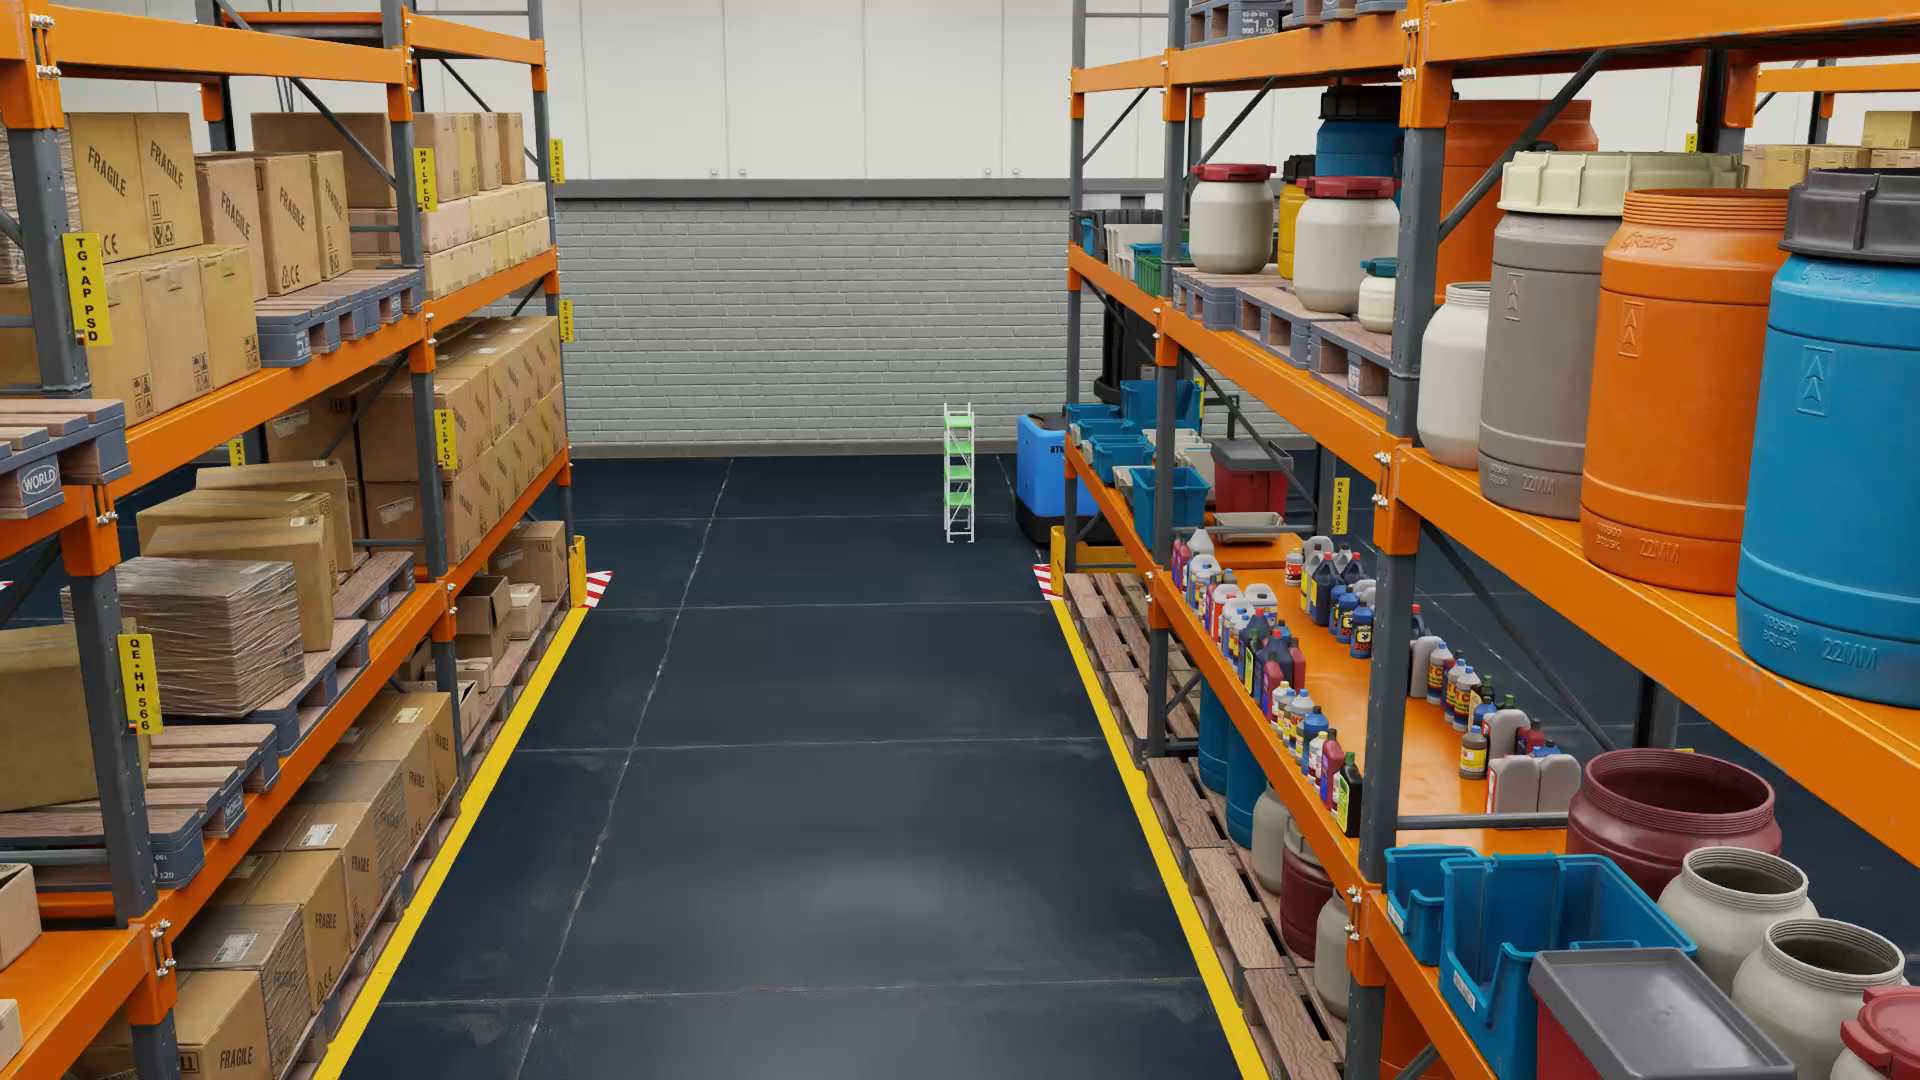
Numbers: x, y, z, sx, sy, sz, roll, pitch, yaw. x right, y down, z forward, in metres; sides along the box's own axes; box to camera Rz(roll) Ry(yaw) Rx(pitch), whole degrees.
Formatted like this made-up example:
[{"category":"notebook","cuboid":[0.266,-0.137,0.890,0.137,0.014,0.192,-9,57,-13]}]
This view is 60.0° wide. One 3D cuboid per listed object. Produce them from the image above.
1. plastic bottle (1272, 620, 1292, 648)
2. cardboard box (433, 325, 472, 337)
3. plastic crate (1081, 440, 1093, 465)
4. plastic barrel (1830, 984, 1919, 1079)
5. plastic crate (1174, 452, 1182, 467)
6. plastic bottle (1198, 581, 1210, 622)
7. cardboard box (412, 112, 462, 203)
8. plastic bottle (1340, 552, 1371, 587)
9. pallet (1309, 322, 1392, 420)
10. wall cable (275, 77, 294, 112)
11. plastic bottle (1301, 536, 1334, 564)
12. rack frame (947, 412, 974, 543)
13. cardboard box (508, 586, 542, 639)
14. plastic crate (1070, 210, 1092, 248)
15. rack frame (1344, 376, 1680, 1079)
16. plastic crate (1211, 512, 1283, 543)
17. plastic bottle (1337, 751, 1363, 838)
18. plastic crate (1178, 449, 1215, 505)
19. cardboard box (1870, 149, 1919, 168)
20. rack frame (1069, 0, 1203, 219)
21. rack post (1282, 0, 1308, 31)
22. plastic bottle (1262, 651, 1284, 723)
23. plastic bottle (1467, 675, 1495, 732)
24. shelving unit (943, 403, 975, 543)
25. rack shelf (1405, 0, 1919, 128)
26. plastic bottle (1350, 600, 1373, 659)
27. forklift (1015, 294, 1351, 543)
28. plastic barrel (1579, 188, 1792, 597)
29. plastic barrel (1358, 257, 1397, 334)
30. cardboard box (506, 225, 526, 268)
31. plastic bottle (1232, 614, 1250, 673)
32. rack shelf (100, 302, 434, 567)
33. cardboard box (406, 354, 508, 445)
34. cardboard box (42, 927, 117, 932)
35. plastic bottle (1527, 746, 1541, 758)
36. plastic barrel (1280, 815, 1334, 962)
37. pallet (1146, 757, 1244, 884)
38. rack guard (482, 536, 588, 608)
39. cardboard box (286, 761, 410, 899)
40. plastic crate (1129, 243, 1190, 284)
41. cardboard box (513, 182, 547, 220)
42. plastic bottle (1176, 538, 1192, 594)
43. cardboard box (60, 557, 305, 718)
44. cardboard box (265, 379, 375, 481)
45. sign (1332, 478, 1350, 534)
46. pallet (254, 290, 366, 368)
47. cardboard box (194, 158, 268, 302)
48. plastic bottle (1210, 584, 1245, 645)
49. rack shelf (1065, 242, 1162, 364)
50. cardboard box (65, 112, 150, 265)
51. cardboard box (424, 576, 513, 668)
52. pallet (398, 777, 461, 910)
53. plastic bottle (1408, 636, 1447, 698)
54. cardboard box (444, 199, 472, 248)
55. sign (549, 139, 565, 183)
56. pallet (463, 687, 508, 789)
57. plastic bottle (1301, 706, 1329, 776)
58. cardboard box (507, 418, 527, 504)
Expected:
[{"category":"plastic bottle","cuboid":[1.456,0.496,7.560,0.097,0.271,0.097,0,14,0]},{"category":"cardboard box","cuboid":[-3.788,-1.258,11.913,0.500,0.500,0.500,-1,14,-3]},{"category":"plastic crate","cuboid":[1.018,-0.631,12.090,0.250,0.136,0.298,-1,14,-3]},{"category":"plastic barrel","cuboid":[2.183,1.342,3.743,0.433,0.535,0.433,0,14,0]},{"category":"plastic crate","cuboid":[1.665,-0.532,11.708,0.298,0.136,0.250,-1,14,-3]},{"category":"plastic bottle","cuboid":[1.257,0.311,8.420,0.097,0.201,0.097,0,14,0]},{"category":"cardboard box","cuboid":[-3.302,-2.207,9.582,0.700,0.500,0.500,-1,14,-3]},{"category":"plastic bottle","cuboid":[1.995,0.243,8.386,0.144,0.351,0.185,-1,14,-3]},{"category":"pallet","cuboid":[1.898,-0.609,5.956,1.003,0.211,1.213,-1,14,-3]},{"category":"wall cable","cuboid":[-8.530,-3.706,17.827,3.097,2.526,0.112,-1,14,-3]},{"category":"plastic bottle","cuboid":[1.947,0.102,9.081,0.152,0.276,0.135,-1,14,-3]},{"category":"rack frame","cuboid":[0.005,-0.562,15.025,0.240,1.200,0.015,-1,14,-3]},{"category":"cardboard box","cuboid":[-3.283,0.517,11.857,0.500,0.250,0.500,-1,14,-3]},{"category":"plastic crate","cuboid":[1.098,-2.335,12.547,0.497,0.269,0.590,-1,14,-3]},{"category":"rack frame","cuboid":[1.848,0.944,5.561,1.000,3.000,0.127,-1,14,-3]},{"category":"plastic crate","cuboid":[1.714,-0.070,9.911,0.396,0.136,0.243,-1,14,-3]},{"category":"plastic bottle","cuboid":[1.397,0.907,5.941,0.061,0.283,0.133,-1,14,-3]},{"category":"plastic crate","cuboid":[1.689,-0.405,10.921,0.437,0.282,0.530,-1,14,-3]},{"category":"cardboard box","cuboid":[6.515,-2.340,11.060,0.700,0.500,0.500,0,14,-1]},{"category":"rack frame","cuboid":[1.352,-3.951,12.546,1.000,3.000,0.127,-1,14,-3]},{"category":"rack post","cuboid":[1.852,-2.212,6.793,0.937,0.300,0.954,1,14,3]},{"category":"plastic bottle","cuboid":[1.326,0.622,7.045,0.061,0.283,0.133,-1,14,-3]},{"category":"plastic bottle","cuboid":[2.138,0.682,6.815,0.061,0.283,0.133,-1,14,-3]},{"category":"shelving unit","cuboid":[-0.010,-0.622,15.260,0.258,1.200,0.503,-1,14,-3]},{"category":"rack shelf","cuboid":[1.972,-0.922,3.019,1.077,0.370,4.000,-1,14,-3]},{"category":"plastic bottle","cuboid":[1.900,0.419,7.861,0.097,0.271,0.097,0,14,0]},{"category":"forklift","cuboid":[2.090,-1.508,15.230,3.031,2.935,1.130,-2,15,-9]},{"category":"plastic barrel","cuboid":[1.723,-0.346,3.694,0.600,0.830,0.708,-1,14,-3]},{"category":"plastic barrel","cuboid":[1.635,-0.909,6.179,0.301,0.262,0.301,0,14,0]},{"category":"cardboard box","cuboid":[-3.233,-1.978,11.198,0.500,0.250,0.500,-1,14,-3]},{"category":"plastic bottle","cuboid":[1.306,0.474,7.646,0.097,0.271,0.097,0,14,0]},{"category":"rack shelf","cuboid":[-3.220,-0.582,6.916,1.077,0.370,4.000,-1,14,-3]},{"category":"cardboard box","cuboid":[-3.156,-0.885,10.464,0.500,0.500,0.500,-1,14,-5]},{"category":"cardboard box","cuboid":[-3.396,1.411,6.374,0.500,0.250,0.500,0,14,-1]},{"category":"plastic bottle","cuboid":[2.158,0.874,6.231,0.097,0.201,0.097,0,14,0]},{"category":"plastic barrel","cuboid":[1.731,1.506,7.372,0.600,0.588,0.708,-1,14,-3]},{"category":"pallet","cuboid":[1.606,1.492,9.026,1.003,0.211,1.213,-1,14,-3]},{"category":"rack guard","cuboid":[-3.587,0.260,13.238,1.175,0.500,0.348,-1,14,-3]},{"category":"cardboard box","cuboid":[-2.975,1.388,7.967,0.500,0.500,0.500,-1,14,-3]},{"category":"plastic crate","cuboid":[1.225,-1.644,9.935,0.416,0.233,0.300,-1,14,-3]},{"category":"cardboard box","cuboid":[-3.306,-2.468,12.101,0.500,0.250,0.500,-1,14,-3]},{"category":"plastic bottle","cuboid":[1.205,0.137,8.933,0.061,0.283,0.133,-1,14,-3]},{"category":"cardboard box","cuboid":[-3.114,0.383,6.700,0.700,0.500,0.500,2,15,7]},{"category":"cardboard box","cuboid":[-3.634,-0.630,9.470,0.500,0.500,0.500,-1,14,-3]},{"category":"sign","cuboid":[2.149,-0.193,9.424,0.100,0.325,0.005,-1,14,-3]},{"category":"pallet","cuboid":[-3.306,-0.916,7.146,1.213,0.211,1.003,-1,14,-3]},{"category":"cardboard box","cuboid":[-3.301,-1.270,6.902,0.600,0.600,0.600,-1,15,-6]},{"category":"plastic bottle","cuboid":[1.306,0.361,8.077,0.152,0.276,0.135,-1,14,-3]},{"category":"rack shelf","cuboid":[1.476,-1.652,11.076,1.077,0.370,4.000,-1,14,-3]},{"category":"cardboard box","cuboid":[-3.149,-1.201,5.671,0.500,0.500,0.500,-1,14,-3]},{"category":"cardboard box","cuboid":[-3.466,0.554,11.205,0.797,0.503,0.637,-1,14,-3]},{"category":"pallet","cuboid":[-3.256,1.577,8.697,1.003,0.211,1.213,-1,14,-3]},{"category":"plastic bottle","cuboid":[2.058,0.547,7.354,0.152,0.276,0.135,-1,14,-3]},{"category":"cardboard box","cuboid":[-3.159,-1.846,9.684,0.500,0.250,0.500,-1,14,-3]},{"category":"sign","cuboid":[-3.037,-2.855,12.530,0.100,0.325,0.005,-1,14,-3]},{"category":"pallet","cuboid":[-3.386,1.205,10.145,1.003,0.211,1.213,-1,14,-3]},{"category":"plastic bottle","cuboid":[1.382,0.778,6.466,0.097,0.271,0.097,0,14,0]},{"category":"cardboard box","cuboid":[-3.200,-0.533,11.100,0.500,0.500,0.500,-1,14,-4]}]
